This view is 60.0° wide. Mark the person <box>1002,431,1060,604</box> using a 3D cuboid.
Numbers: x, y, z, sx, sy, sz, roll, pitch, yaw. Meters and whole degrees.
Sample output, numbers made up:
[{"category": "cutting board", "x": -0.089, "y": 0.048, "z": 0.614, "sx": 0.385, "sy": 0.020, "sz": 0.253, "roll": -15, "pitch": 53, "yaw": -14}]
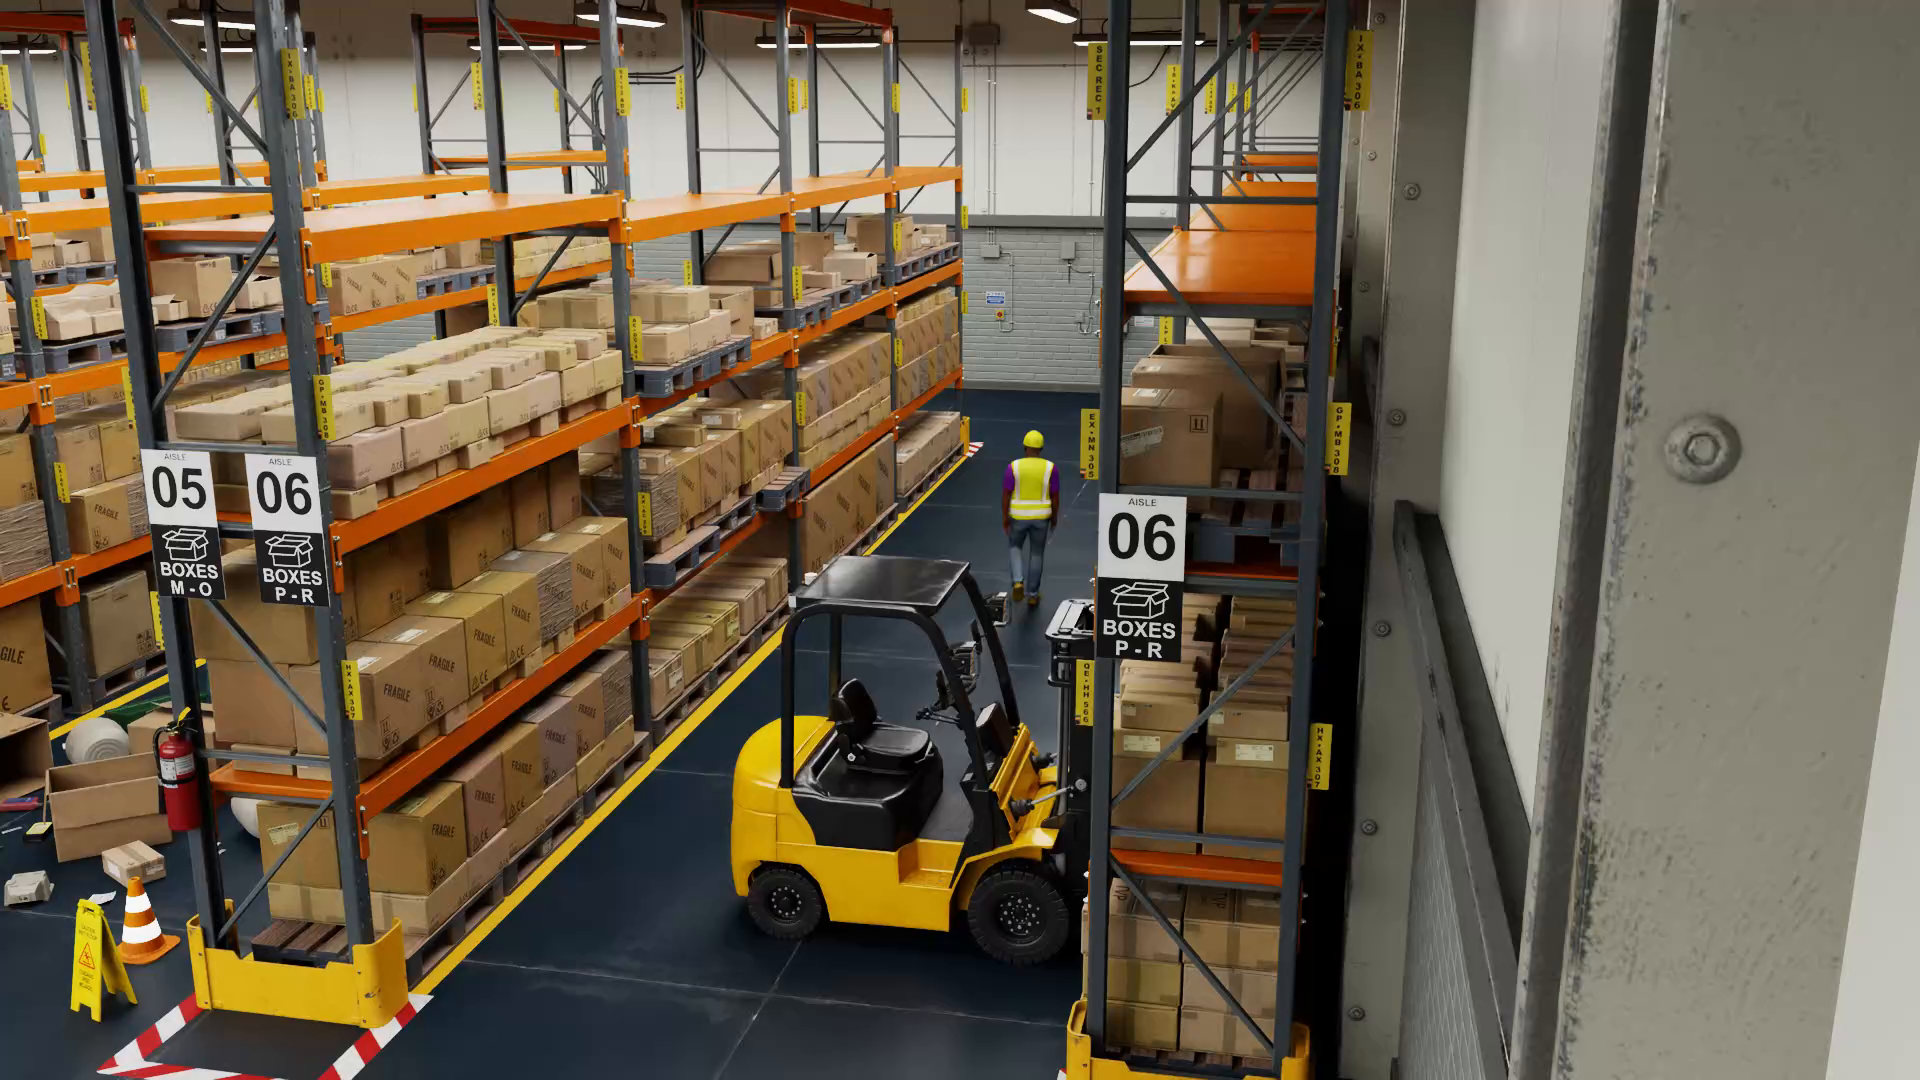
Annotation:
[{"category": "person", "x": 0.711, "y": -0.228, "z": 16.762, "sx": 0.580, "sy": 1.775, "sz": 0.449, "roll": 1, "pitch": 15, "yaw": 3}]
